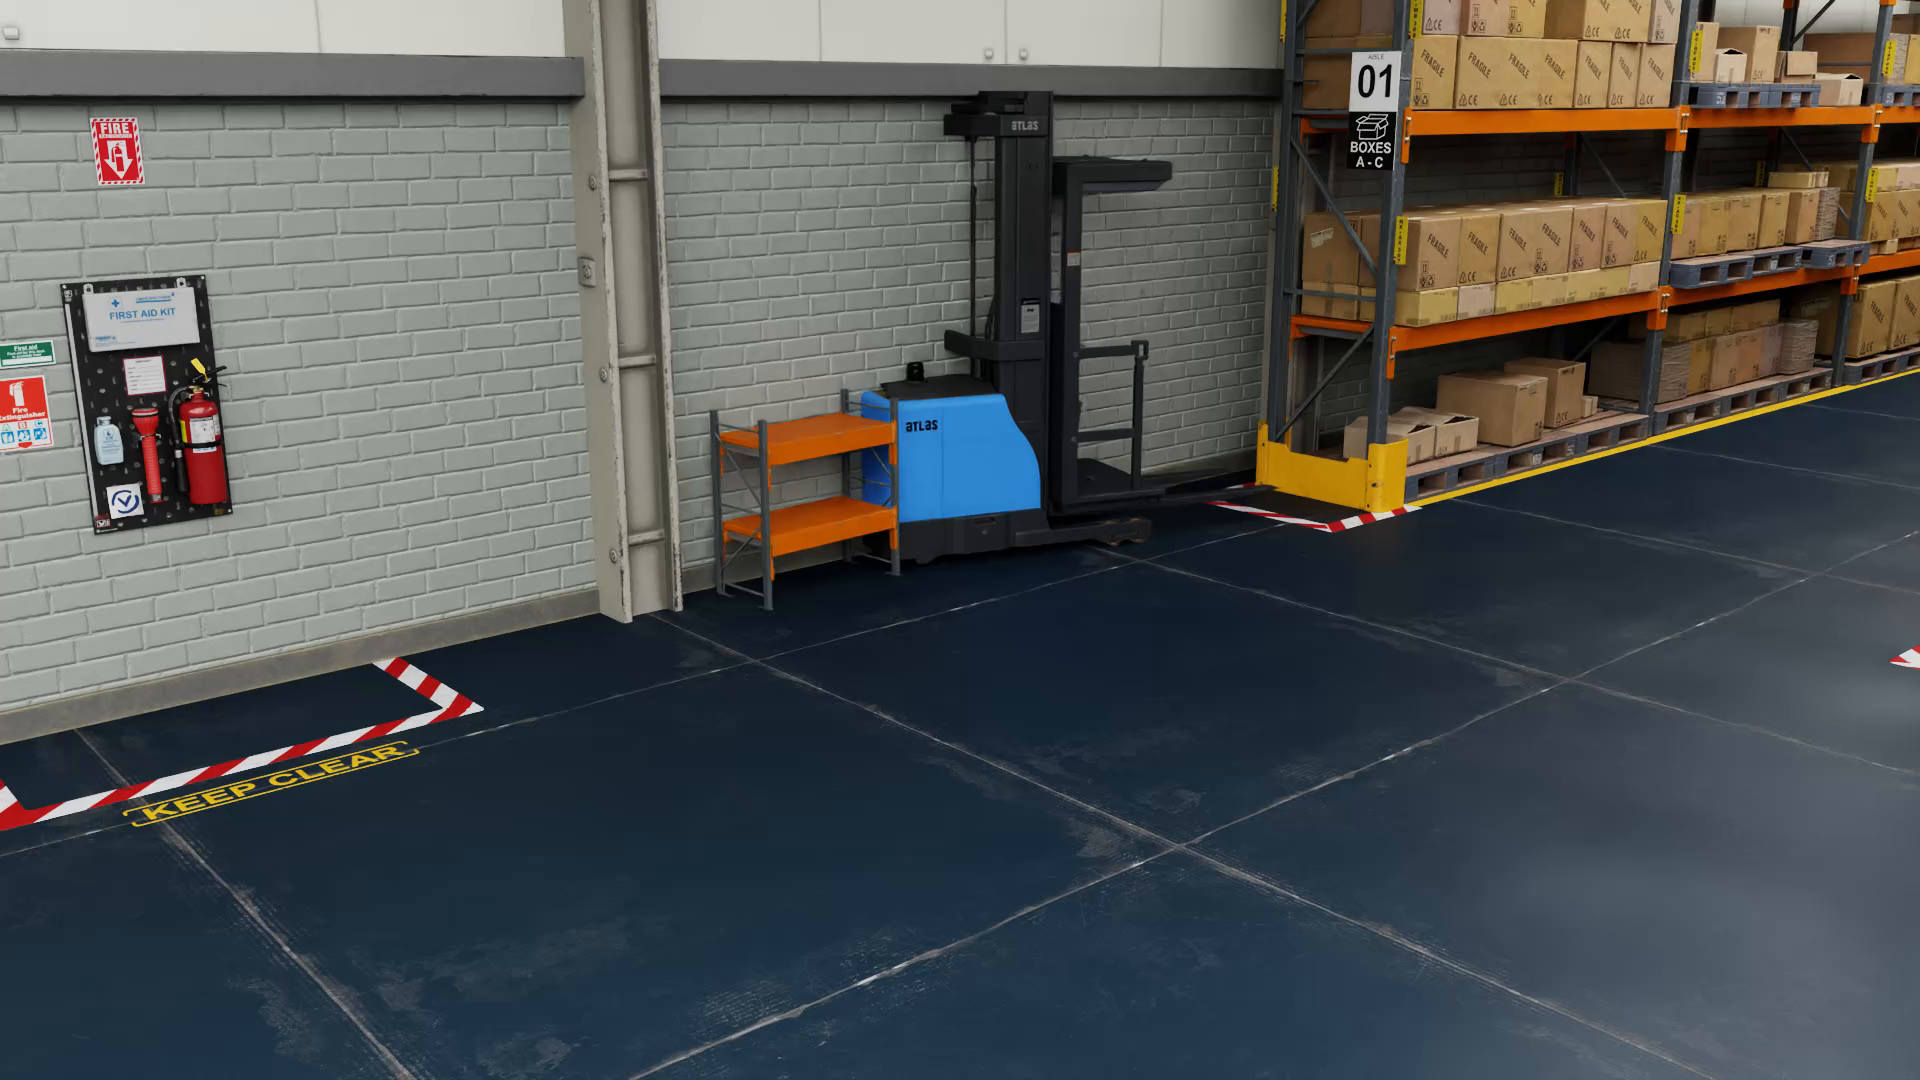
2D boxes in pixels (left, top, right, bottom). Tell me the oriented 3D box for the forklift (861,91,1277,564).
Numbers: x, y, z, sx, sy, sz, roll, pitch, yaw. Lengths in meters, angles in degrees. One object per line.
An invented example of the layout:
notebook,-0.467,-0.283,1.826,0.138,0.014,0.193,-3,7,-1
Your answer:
forklift,0.731,-1.492,11.157,3.031,2.935,1.130,-7,16,-23

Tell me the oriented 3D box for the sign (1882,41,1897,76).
sign,9.091,-4.715,16.276,0.005,0.325,0.100,-13,19,-39

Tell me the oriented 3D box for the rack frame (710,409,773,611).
rack frame,-1.282,-0.177,9.734,0.500,1.125,0.032,14,21,43

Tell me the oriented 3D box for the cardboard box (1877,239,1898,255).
cardboard box,9.589,-3.091,17.457,0.250,0.149,0.380,-12,19,-38

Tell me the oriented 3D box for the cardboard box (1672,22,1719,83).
cardboard box,6.184,-4.222,14.424,0.500,0.500,0.500,-9,18,-32

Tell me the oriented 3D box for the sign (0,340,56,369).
sign,-4.229,-0.825,7.431,0.331,0.109,0.001,-13,19,-39

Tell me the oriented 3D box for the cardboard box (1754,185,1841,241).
cardboard box,8.389,-3.302,16.752,0.700,0.500,0.500,13,20,40

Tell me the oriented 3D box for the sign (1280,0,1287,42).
sign,2.353,-3.756,11.969,0.005,0.325,0.100,-13,19,-39

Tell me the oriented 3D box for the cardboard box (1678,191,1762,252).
cardboard box,7.028,-2.996,15.608,0.500,0.500,0.700,-10,18,-32

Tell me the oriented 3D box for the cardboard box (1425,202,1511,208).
cardboard box,4.071,-2.445,13.390,0.500,0.500,0.500,-12,19,-39

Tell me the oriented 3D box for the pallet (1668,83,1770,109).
pallet,6.255,-3.887,14.541,1.003,0.211,1.213,-13,19,-39

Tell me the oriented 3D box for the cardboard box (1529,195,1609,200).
cardboard box,5.228,-2.705,14.364,0.500,0.500,0.500,-13,20,-41

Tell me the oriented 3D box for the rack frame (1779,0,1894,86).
rack frame,8.737,-6.021,16.353,0.127,3.000,1.000,-13,19,-39

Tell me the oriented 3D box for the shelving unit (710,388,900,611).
shelving unit,-0.922,-0.270,10.082,0.538,1.125,1.048,14,21,43

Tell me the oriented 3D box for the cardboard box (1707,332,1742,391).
cardboard box,7.032,-1.753,15.993,0.500,0.500,0.700,-12,19,-39

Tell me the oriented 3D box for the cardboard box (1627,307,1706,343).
cardboard box,6.594,-2.015,15.520,0.500,0.250,0.500,-13,20,-41

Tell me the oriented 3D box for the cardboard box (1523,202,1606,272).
cardboard box,4.806,-2.435,13.353,0.500,0.500,0.500,-13,20,-41

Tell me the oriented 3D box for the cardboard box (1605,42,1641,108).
cardboard box,5.111,-3.735,13.376,0.500,0.500,0.500,14,20,42

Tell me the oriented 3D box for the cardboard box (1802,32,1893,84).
cardboard box,9.058,-4.924,17.014,0.700,0.500,0.500,14,21,43

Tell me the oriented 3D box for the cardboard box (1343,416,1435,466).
cardboard box,3.283,-0.780,12.717,0.500,0.311,0.500,13,20,41

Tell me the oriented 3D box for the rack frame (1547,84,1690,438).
rack frame,5.719,-2.445,14.590,0.127,3.000,1.000,-13,19,-39

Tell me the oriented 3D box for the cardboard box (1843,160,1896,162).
cardboard box,10.075,-4.073,18.425,0.500,0.250,0.500,-13,20,-41

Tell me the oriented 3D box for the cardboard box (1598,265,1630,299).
cardboard box,5.180,-2.160,13.776,0.500,0.250,0.500,-13,19,-39

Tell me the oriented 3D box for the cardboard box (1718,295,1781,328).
cardboard box,7.757,-2.273,16.486,0.500,0.250,0.500,-12,19,-38

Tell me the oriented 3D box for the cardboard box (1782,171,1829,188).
cardboard box,8.496,-3.632,16.733,0.380,0.149,0.250,13,20,40

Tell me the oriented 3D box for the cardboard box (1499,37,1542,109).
cardboard box,3.936,-3.455,12.327,0.500,0.500,0.500,-12,19,-37

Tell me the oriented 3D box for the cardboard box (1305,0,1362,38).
cardboard box,2.855,-3.881,11.986,0.500,0.500,0.500,-12,19,-37

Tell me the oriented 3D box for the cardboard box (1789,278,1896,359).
cardboard box,9.378,-2.386,17.721,0.750,0.750,0.750,-13,20,-40

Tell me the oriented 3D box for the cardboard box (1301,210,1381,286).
cardboard box,2.918,-2.188,12.427,0.500,0.500,0.500,-13,20,-40

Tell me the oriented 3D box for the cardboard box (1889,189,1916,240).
cardboard box,9.672,-3.443,17.520,0.500,0.500,0.500,-12,19,-38

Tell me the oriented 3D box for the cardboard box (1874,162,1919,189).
cardboard box,10.028,-3.890,17.738,0.500,0.250,0.500,-12,19,-39

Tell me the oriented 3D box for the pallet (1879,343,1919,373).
pallet,10.301,-2.100,18.702,1.213,0.211,1.003,-13,19,-39

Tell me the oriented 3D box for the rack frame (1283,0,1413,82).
rack frame,2.702,-4.666,11.279,0.127,3.000,1.000,-13,19,-39

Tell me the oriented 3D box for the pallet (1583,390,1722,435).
pallet,6.306,-1.230,15.445,1.213,0.211,1.003,-13,19,-39

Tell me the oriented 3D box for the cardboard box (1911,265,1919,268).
cardboard box,11.349,-2.829,19.380,0.750,0.750,0.750,-12,19,-39

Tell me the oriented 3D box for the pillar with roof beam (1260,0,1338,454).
pillar with roof beam,5.488,-4.114,9.216,0.400,9.000,9.100,-13,19,-39

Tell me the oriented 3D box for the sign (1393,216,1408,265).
sign,3.058,-2.080,11.546,0.005,0.325,0.100,-13,19,-39

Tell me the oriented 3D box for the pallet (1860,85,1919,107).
pallet,9.188,-4.600,17.211,1.003,0.211,1.213,-12,19,-37

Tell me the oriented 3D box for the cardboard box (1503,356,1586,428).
cardboard box,4.963,-1.266,14.169,0.500,0.500,0.500,14,21,43

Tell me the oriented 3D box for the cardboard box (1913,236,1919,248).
cardboard box,10.287,-3.283,18.178,0.250,0.149,0.380,-13,19,-39

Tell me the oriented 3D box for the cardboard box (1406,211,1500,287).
cardboard box,3.639,-2.171,12.363,0.500,0.500,0.500,-13,19,-39

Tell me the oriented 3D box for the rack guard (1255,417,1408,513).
rack guard,2.759,-0.572,12.424,0.348,0.500,1.175,-13,19,-39

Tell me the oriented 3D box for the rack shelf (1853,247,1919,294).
rack shelf,10.246,-3.114,18.488,4.000,0.370,1.077,-13,19,-39

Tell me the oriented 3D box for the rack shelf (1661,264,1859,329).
rack shelf,7.228,-2.436,15.951,4.000,0.370,1.077,-13,19,-39

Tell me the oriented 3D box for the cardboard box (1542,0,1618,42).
cardboard box,4.726,-4.112,12.849,0.500,0.500,0.500,-14,20,-41

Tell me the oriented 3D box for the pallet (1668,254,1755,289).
pallet,6.391,-2.453,14.994,1.213,0.211,1.003,-13,19,-39

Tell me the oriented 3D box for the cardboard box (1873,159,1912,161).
cardboard box,10.471,-4.161,18.753,0.500,0.250,0.500,-14,20,-41

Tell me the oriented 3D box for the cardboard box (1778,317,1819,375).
cardboard box,8.228,-1.995,16.898,0.500,0.500,0.700,-12,19,-39

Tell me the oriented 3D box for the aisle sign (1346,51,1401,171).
aisle sign,2.844,-2.953,11.454,0.004,0.787,0.394,-13,19,-39

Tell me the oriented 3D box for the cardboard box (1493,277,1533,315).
cardboard box,4.049,-1.901,12.807,0.500,0.250,0.500,-13,20,-40

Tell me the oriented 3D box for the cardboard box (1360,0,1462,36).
cardboard box,3.152,-3.775,11.589,0.500,0.500,0.500,14,21,43
